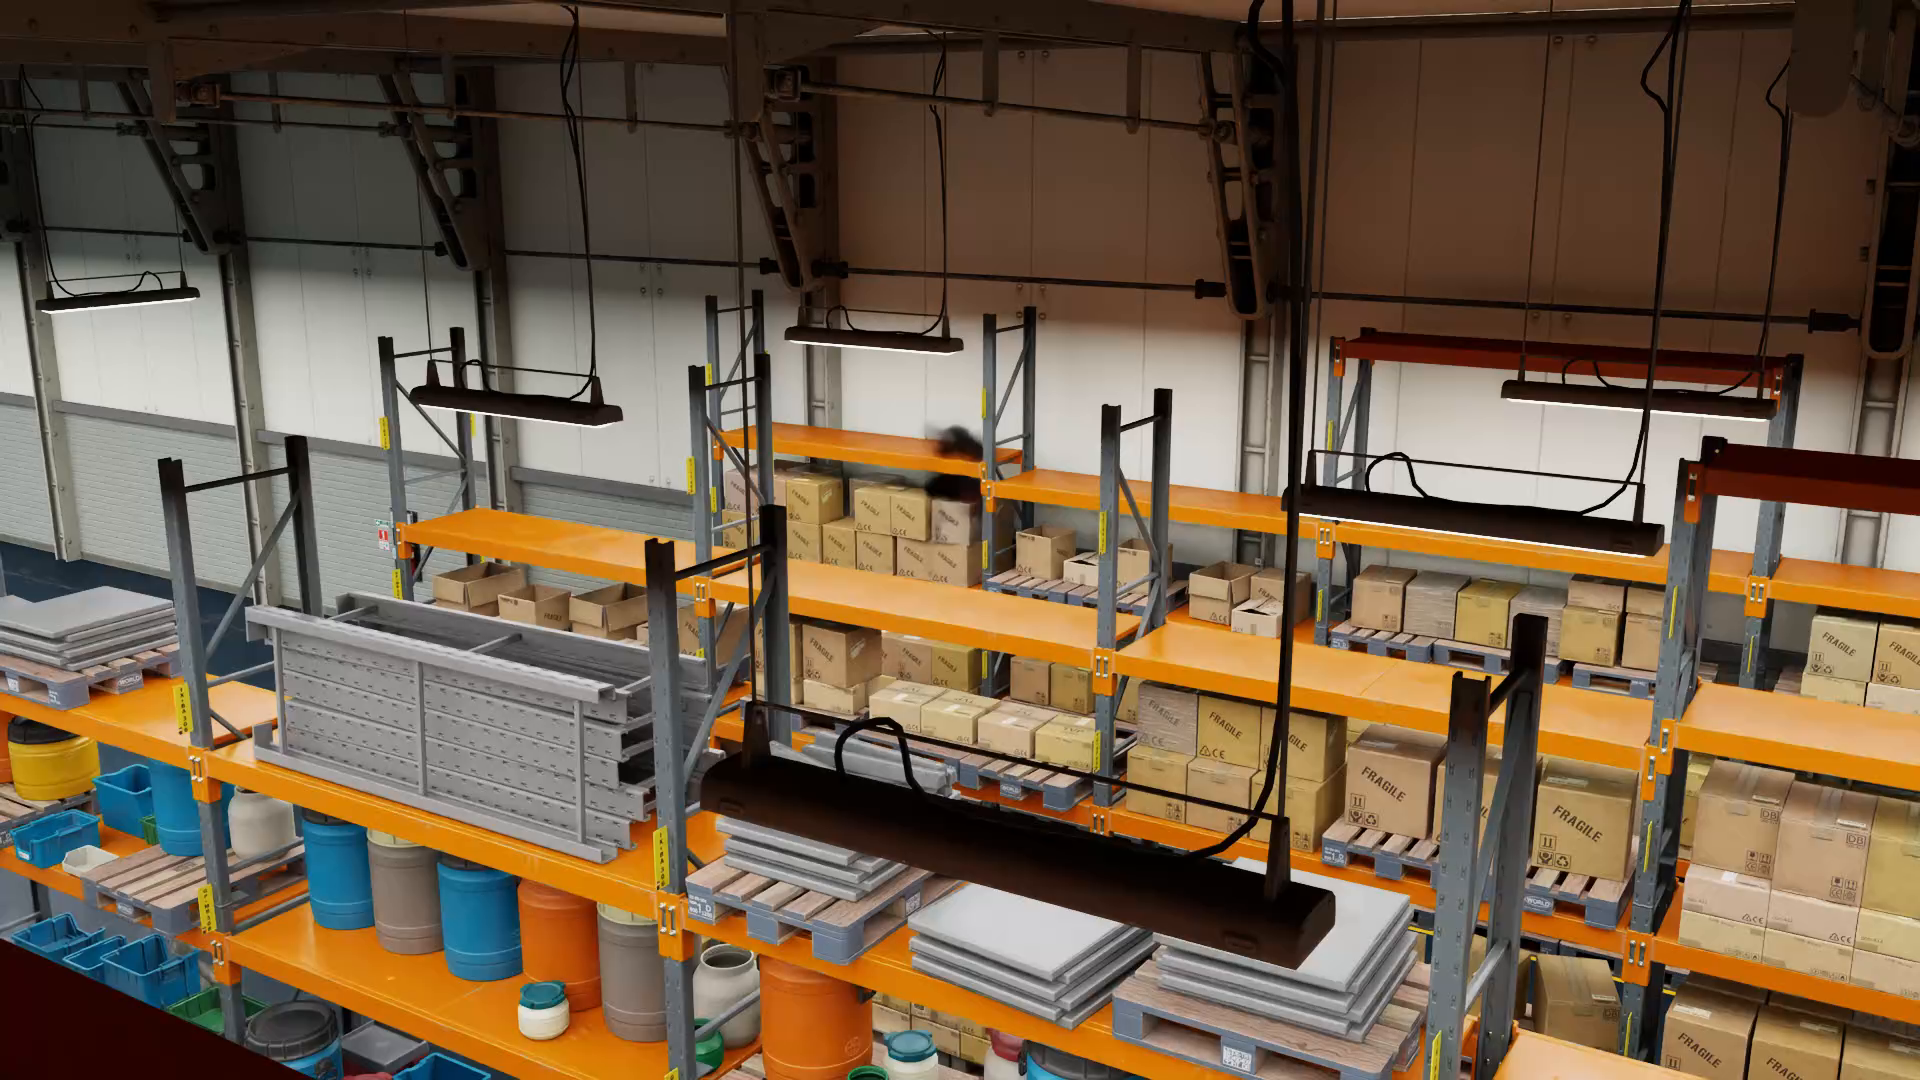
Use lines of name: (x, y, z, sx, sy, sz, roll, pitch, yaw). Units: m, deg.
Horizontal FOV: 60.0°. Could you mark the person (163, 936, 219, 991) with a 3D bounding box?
person: (-7.069, 3.693, 15.188, 0.471, 1.520, 0.570, 6, 15, 24)
